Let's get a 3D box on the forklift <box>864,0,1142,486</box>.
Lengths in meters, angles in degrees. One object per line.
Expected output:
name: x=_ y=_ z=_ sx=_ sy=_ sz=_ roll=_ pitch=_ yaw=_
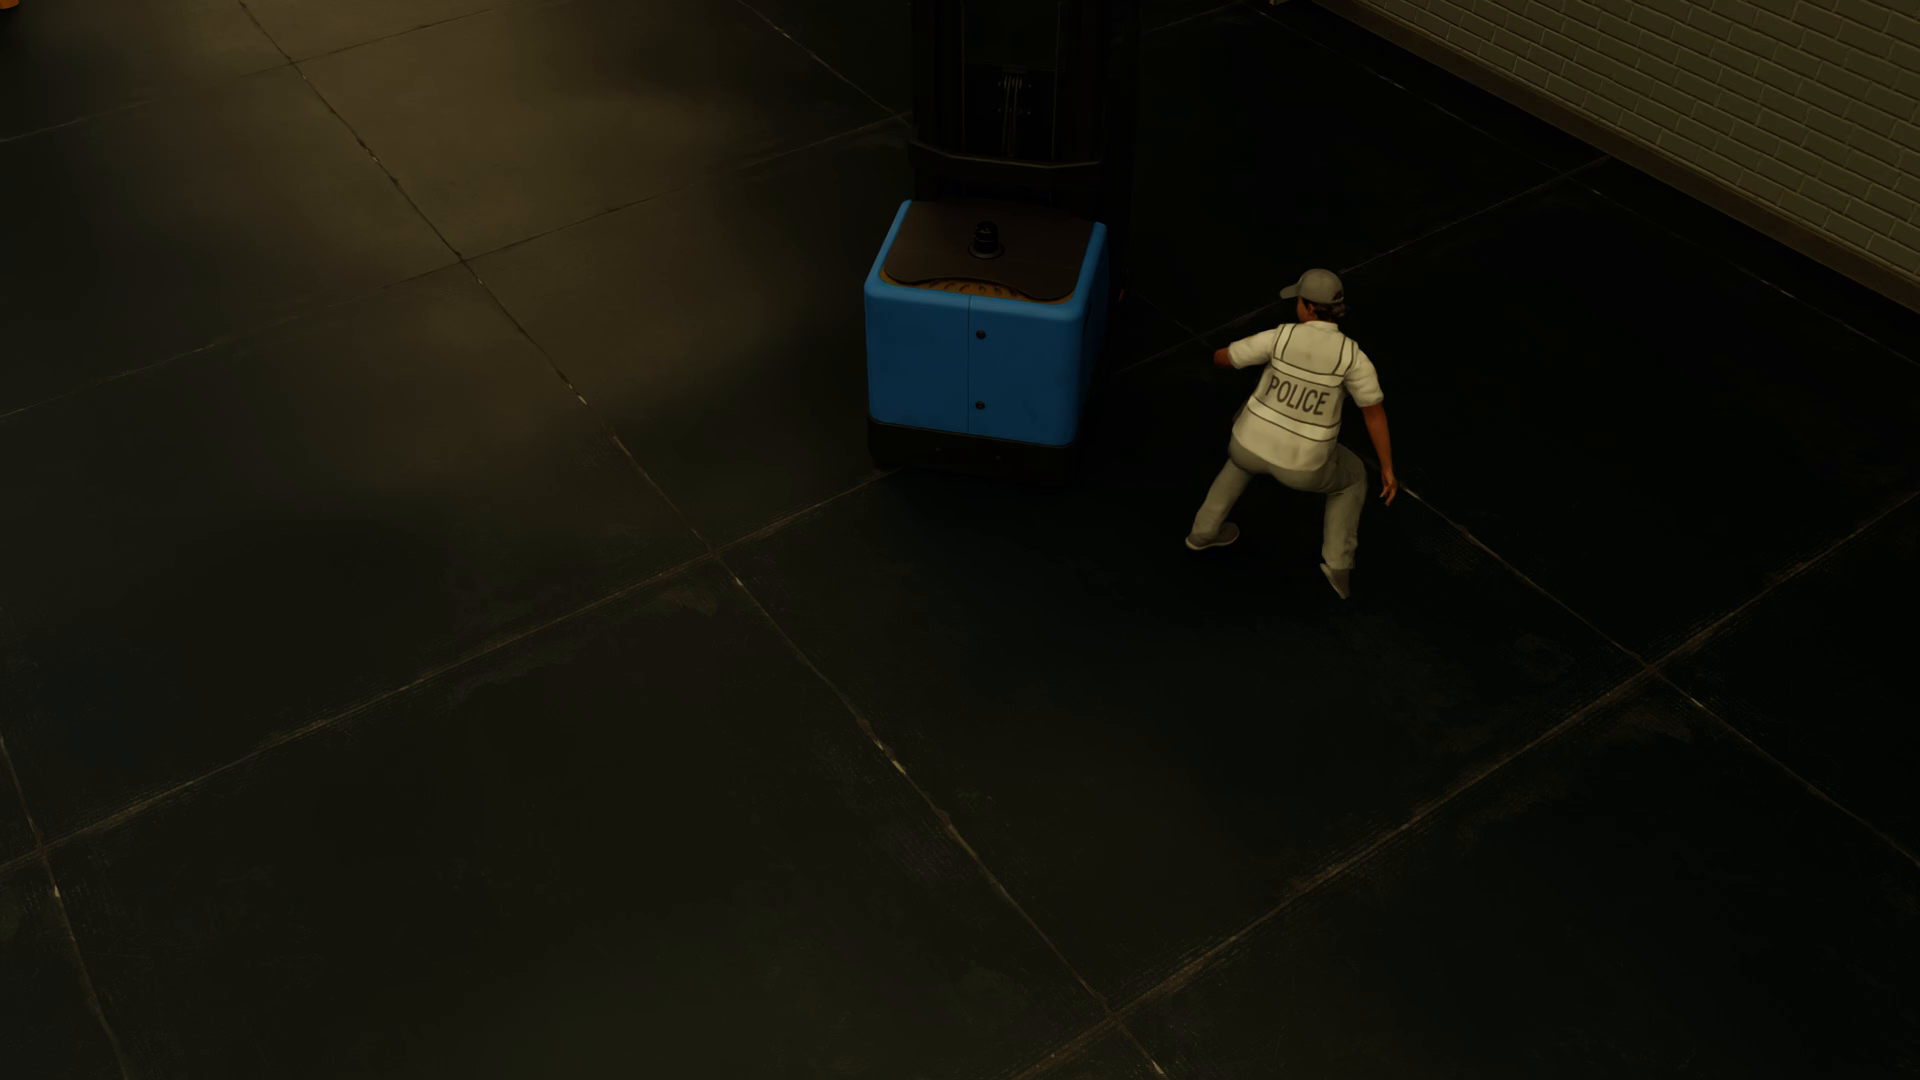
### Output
forklift: x=0.360 y=-2.350 z=8.266 sx=1.130 sy=2.935 sz=3.031 roll=8 pitch=43 yaw=9

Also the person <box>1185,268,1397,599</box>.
person: x=1.502 y=-0.417 z=7.296 sx=0.946 sy=1.580 sz=0.533 roll=21 pitch=46 yaw=21
